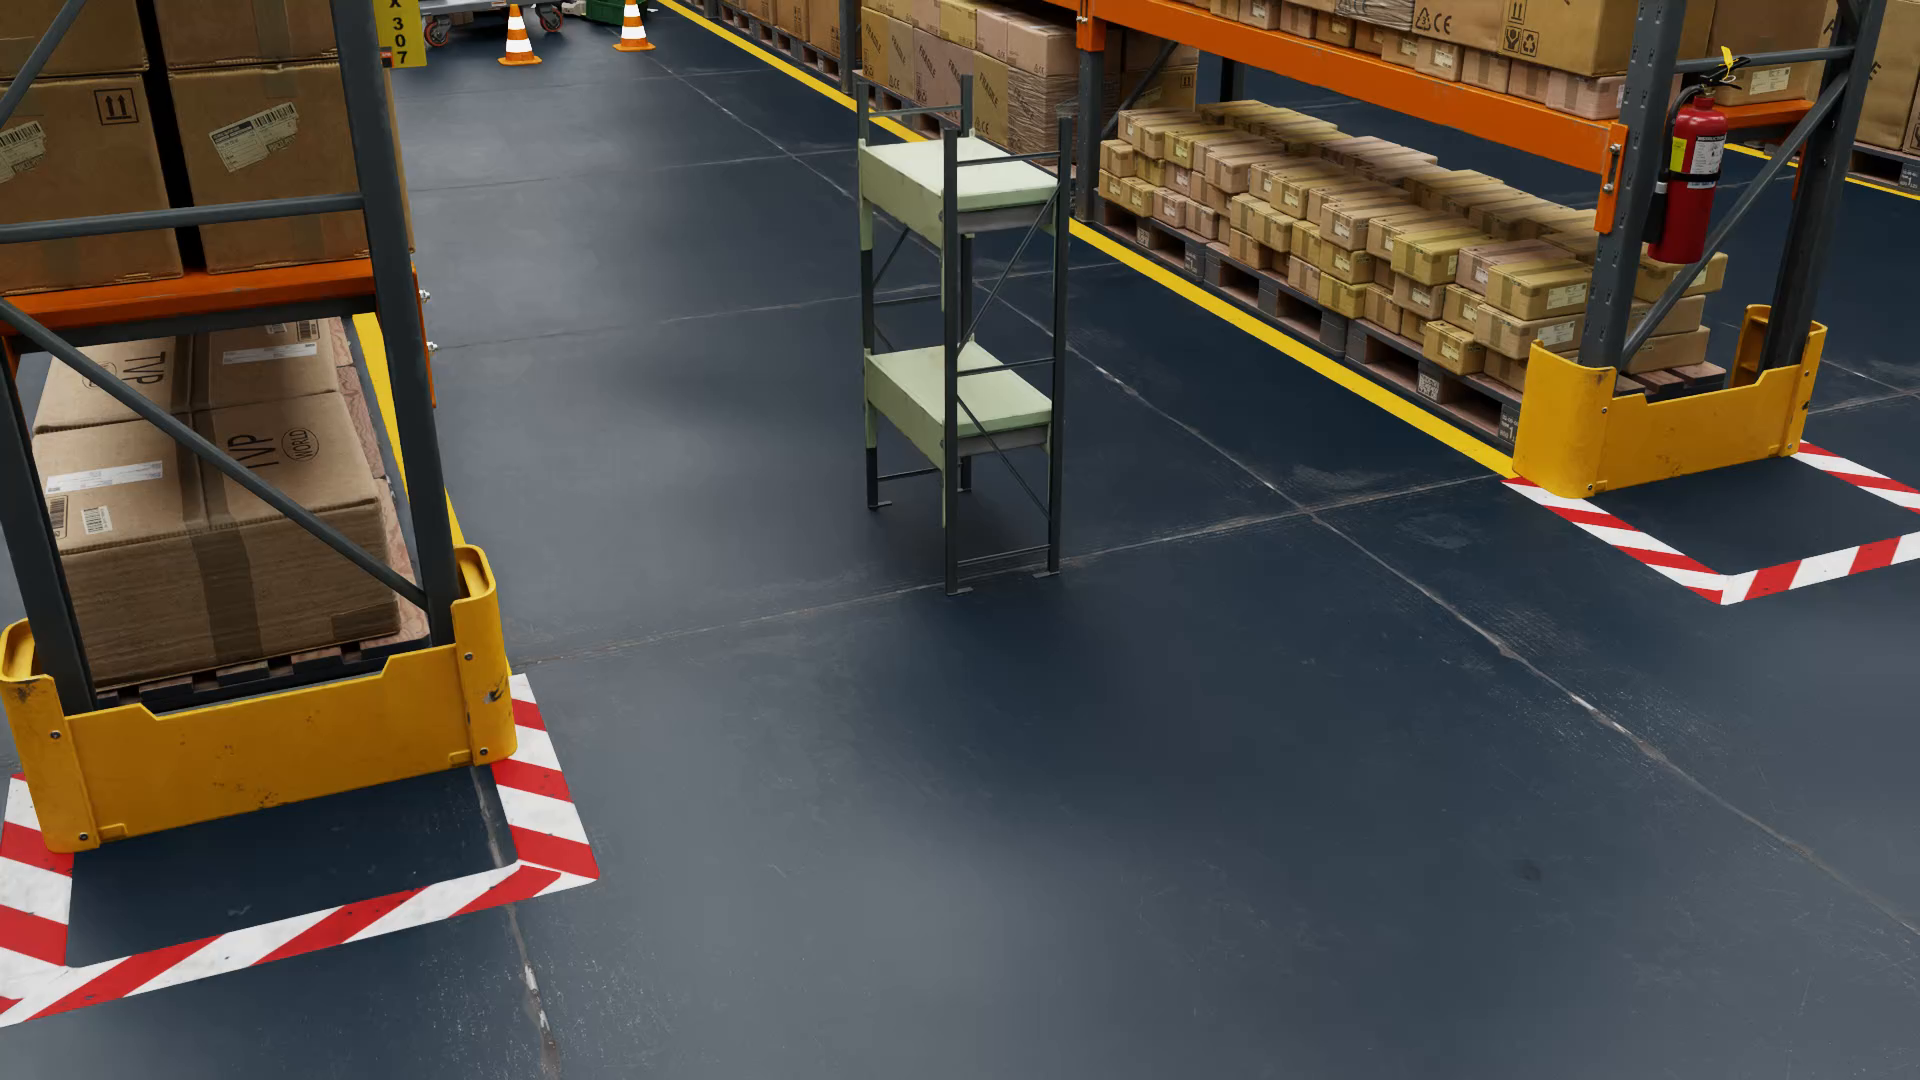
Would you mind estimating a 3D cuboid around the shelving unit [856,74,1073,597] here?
[{"bbox_3d":[-0.003,-0.677,5.426,0.431,1.500,0.755,-11,28,-21],"label":"shelving unit"}]

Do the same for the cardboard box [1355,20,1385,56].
[{"bbox_3d":[1.892,-2.132,6.984,0.380,0.149,0.250,-12,28,-23],"label":"cardboard box"}]

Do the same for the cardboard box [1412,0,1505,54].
[{"bbox_3d":[2.093,-2.151,6.284,0.500,0.500,0.500,-11,28,-21],"label":"cardboard box"}]

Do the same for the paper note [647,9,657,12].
[{"bbox_3d":[-3.093,-5.253,16.473,0.142,0.020,0.147,13,29,24],"label":"paper note"}]

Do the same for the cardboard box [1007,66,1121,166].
[{"bbox_3d":[0.615,-2.562,9.950,0.500,0.500,0.500,-11,28,-22],"label":"cardboard box"}]

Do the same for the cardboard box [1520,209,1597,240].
[{"bbox_3d":[2.611,-1.286,7.057,0.380,0.149,0.250,-11,28,-21],"label":"cardboard box"}]

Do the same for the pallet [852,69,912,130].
[{"bbox_3d":[-0.125,-3.288,12.243,1.003,0.211,1.213,-11,28,-21],"label":"pallet"}]

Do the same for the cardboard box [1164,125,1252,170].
[{"bbox_3d":[1.279,-2.027,8.575,0.380,0.149,0.250,-11,28,-21],"label":"cardboard box"}]

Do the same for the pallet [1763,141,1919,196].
[{"bbox_3d":[5.966,-2.479,10.588,1.003,0.211,1.213,-11,28,-21],"label":"pallet"}]

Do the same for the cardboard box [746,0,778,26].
[{"bbox_3d":[-1.296,-5.024,14.706,1.050,0.750,0.750,-11,28,-21],"label":"cardboard box"}]

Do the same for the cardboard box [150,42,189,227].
[{"bbox_3d":[-2.427,-1.135,4.541,0.500,0.500,0.500,-11,28,-22],"label":"cardboard box"}]

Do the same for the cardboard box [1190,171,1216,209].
[{"bbox_3d":[1.398,-1.793,8.435,0.380,0.149,0.250,-12,29,-23],"label":"cardboard box"}]

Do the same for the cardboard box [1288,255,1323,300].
[{"bbox_3d":[1.732,-1.222,7.605,0.380,0.149,0.250,-10,28,-20],"label":"cardboard box"}]

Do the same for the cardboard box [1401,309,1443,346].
[{"bbox_3d":[2.087,-0.919,6.984,0.380,0.149,0.250,-11,28,-21],"label":"cardboard box"}]

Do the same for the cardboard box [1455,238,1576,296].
[{"bbox_3d":[2.217,-1.083,6.642,0.380,0.149,0.250,-10,28,-20],"label":"cardboard box"}]

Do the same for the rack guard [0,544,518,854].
[{"bbox_3d":[-1.803,0.398,4.366,1.175,0.500,0.348,-11,28,-21],"label":"rack guard"}]

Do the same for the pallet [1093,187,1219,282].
[{"bbox_3d":[1.432,-1.723,9.039,1.003,0.211,1.213,-11,28,-21],"label":"pallet"}]

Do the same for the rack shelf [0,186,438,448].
[{"bbox_3d":[-2.595,-1.219,5.649,1.077,0.370,4.000,-11,28,-21],"label":"rack shelf"}]

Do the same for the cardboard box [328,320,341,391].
[{"bbox_3d":[-2.880,-0.754,6.318,0.875,0.438,0.875,-11,28,-22],"label":"cardboard box"}]

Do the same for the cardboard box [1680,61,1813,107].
[{"bbox_3d":[2.878,-1.701,6.101,0.380,0.149,0.250,-11,28,-21],"label":"cardboard box"}]

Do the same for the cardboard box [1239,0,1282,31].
[{"bbox_3d":[1.507,-2.435,7.604,0.380,0.149,0.250,-9,28,-18],"label":"cardboard box"}]

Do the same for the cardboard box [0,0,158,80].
[{"bbox_3d":[-2.220,-1.383,3.911,0.500,0.500,0.500,-10,28,-19],"label":"cardboard box"}]

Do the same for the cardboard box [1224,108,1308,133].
[{"bbox_3d":[1.652,-2.221,8.973,0.380,0.149,0.250,-10,28,-20],"label":"cardboard box"}]

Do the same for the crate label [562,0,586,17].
[{"bbox_3d":[-3.732,-5.179,16.202,0.250,0.136,0.298,13,29,24],"label":"crate label"}]

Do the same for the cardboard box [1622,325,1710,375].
[{"bbox_3d":[2.793,-0.801,6.742,0.380,0.149,0.250,-10,28,-20],"label":"cardboard box"}]

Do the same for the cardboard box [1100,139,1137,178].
[{"bbox_3d":[0.984,-2.081,9.026,0.380,0.149,0.250,-9,28,-18],"label":"cardboard box"}]

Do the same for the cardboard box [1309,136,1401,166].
[{"bbox_3d":[1.977,-1.910,8.336,0.380,0.149,0.250,-12,28,-23],"label":"cardboard box"}]

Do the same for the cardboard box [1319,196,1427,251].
[{"bbox_3d":[1.799,-1.380,7.251,0.380,0.149,0.250,-10,28,-19],"label":"cardboard box"}]

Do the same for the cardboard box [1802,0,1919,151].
[{"bbox_3d":[5.925,-3.007,10.432,0.875,0.875,0.875,-11,28,-21],"label":"cardboard box"}]

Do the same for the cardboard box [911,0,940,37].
[{"bbox_3d":[-0.002,-3.532,11.081,0.500,0.250,0.500,-10,28,-20],"label":"cardboard box"}]

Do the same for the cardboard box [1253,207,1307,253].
[{"bbox_3d":[1.597,-1.461,7.756,0.380,0.149,0.250,-10,28,-20],"label":"cardboard box"}]

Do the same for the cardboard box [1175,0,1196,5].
[{"bbox_3d":[1.269,-2.768,8.286,0.380,0.149,0.250,-12,28,-23],"label":"cardboard box"}]

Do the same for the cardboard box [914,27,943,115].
[{"bbox_3d":[0.018,-3.184,11.222,0.500,0.500,0.500,-11,28,-22],"label":"cardboard box"}]

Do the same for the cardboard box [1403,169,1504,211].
[{"bbox_3d":[2.277,-1.599,7.700,0.380,0.149,0.250,-10,28,-20],"label":"cardboard box"}]

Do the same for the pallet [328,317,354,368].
[{"bbox_3d":[-3.153,-0.777,7.100,1.003,0.211,1.213,-11,28,-21],"label":"pallet"}]

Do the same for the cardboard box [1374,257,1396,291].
[{"bbox_3d":[2.018,-1.168,7.154,0.380,0.149,0.250,-11,28,-21],"label":"cardboard box"}]

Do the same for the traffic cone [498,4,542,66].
[{"bbox_3d":[-3.704,-4.235,13.895,0.336,0.463,0.334,-11,28,-21],"label":"traffic cone"}]

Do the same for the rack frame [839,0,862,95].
[{"bbox_3d":[-0.430,-4.856,12.278,1.000,3.000,0.127,-11,28,-21],"label":"rack frame"}]

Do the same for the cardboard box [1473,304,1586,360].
[{"bbox_3d":[2.234,-0.832,6.467,0.380,0.149,0.250,-11,28,-22],"label":"cardboard box"}]

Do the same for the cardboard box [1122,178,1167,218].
[{"bbox_3d":[1.088,-1.839,8.869,0.380,0.149,0.250,-10,28,-19],"label":"cardboard box"}]

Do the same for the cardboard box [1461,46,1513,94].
[{"bbox_3d":[2.140,-1.802,6.309,0.380,0.149,0.250,-11,28,-21],"label":"cardboard box"}]

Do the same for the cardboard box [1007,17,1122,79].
[{"bbox_3d":[0.612,-2.901,9.789,0.500,0.250,0.500,-11,28,-22],"label":"cardboard box"}]

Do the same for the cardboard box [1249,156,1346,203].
[{"bbox_3d":[1.609,-1.713,7.932,0.380,0.149,0.250,-12,28,-23],"label":"cardboard box"}]

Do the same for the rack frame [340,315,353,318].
[{"bbox_3d":[-3.378,-2.350,7.145,1.000,3.000,0.127,-11,28,-21],"label":"rack frame"}]

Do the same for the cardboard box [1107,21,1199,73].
[{"bbox_3d":[1.090,-2.988,9.966,0.500,0.250,0.500,-12,28,-23],"label":"cardboard box"}]

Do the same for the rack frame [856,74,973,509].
[{"bbox_3d":[-0.146,-0.824,5.729,0.400,1.500,0.023,-11,28,-21],"label":"rack frame"}]

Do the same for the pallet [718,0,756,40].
[{"bbox_3d":[-1.625,-4.919,15.585,1.003,0.211,1.213,-11,28,-21],"label":"pallet"}]

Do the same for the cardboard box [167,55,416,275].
[{"bbox_3d":[-1.736,-1.023,4.313,0.500,0.500,0.500,-11,28,-21],"label":"cardboard box"}]

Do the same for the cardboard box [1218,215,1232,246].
[{"bbox_3d":[1.516,-1.552,8.280,0.380,0.149,0.250,-12,28,-23],"label":"cardboard box"}]
